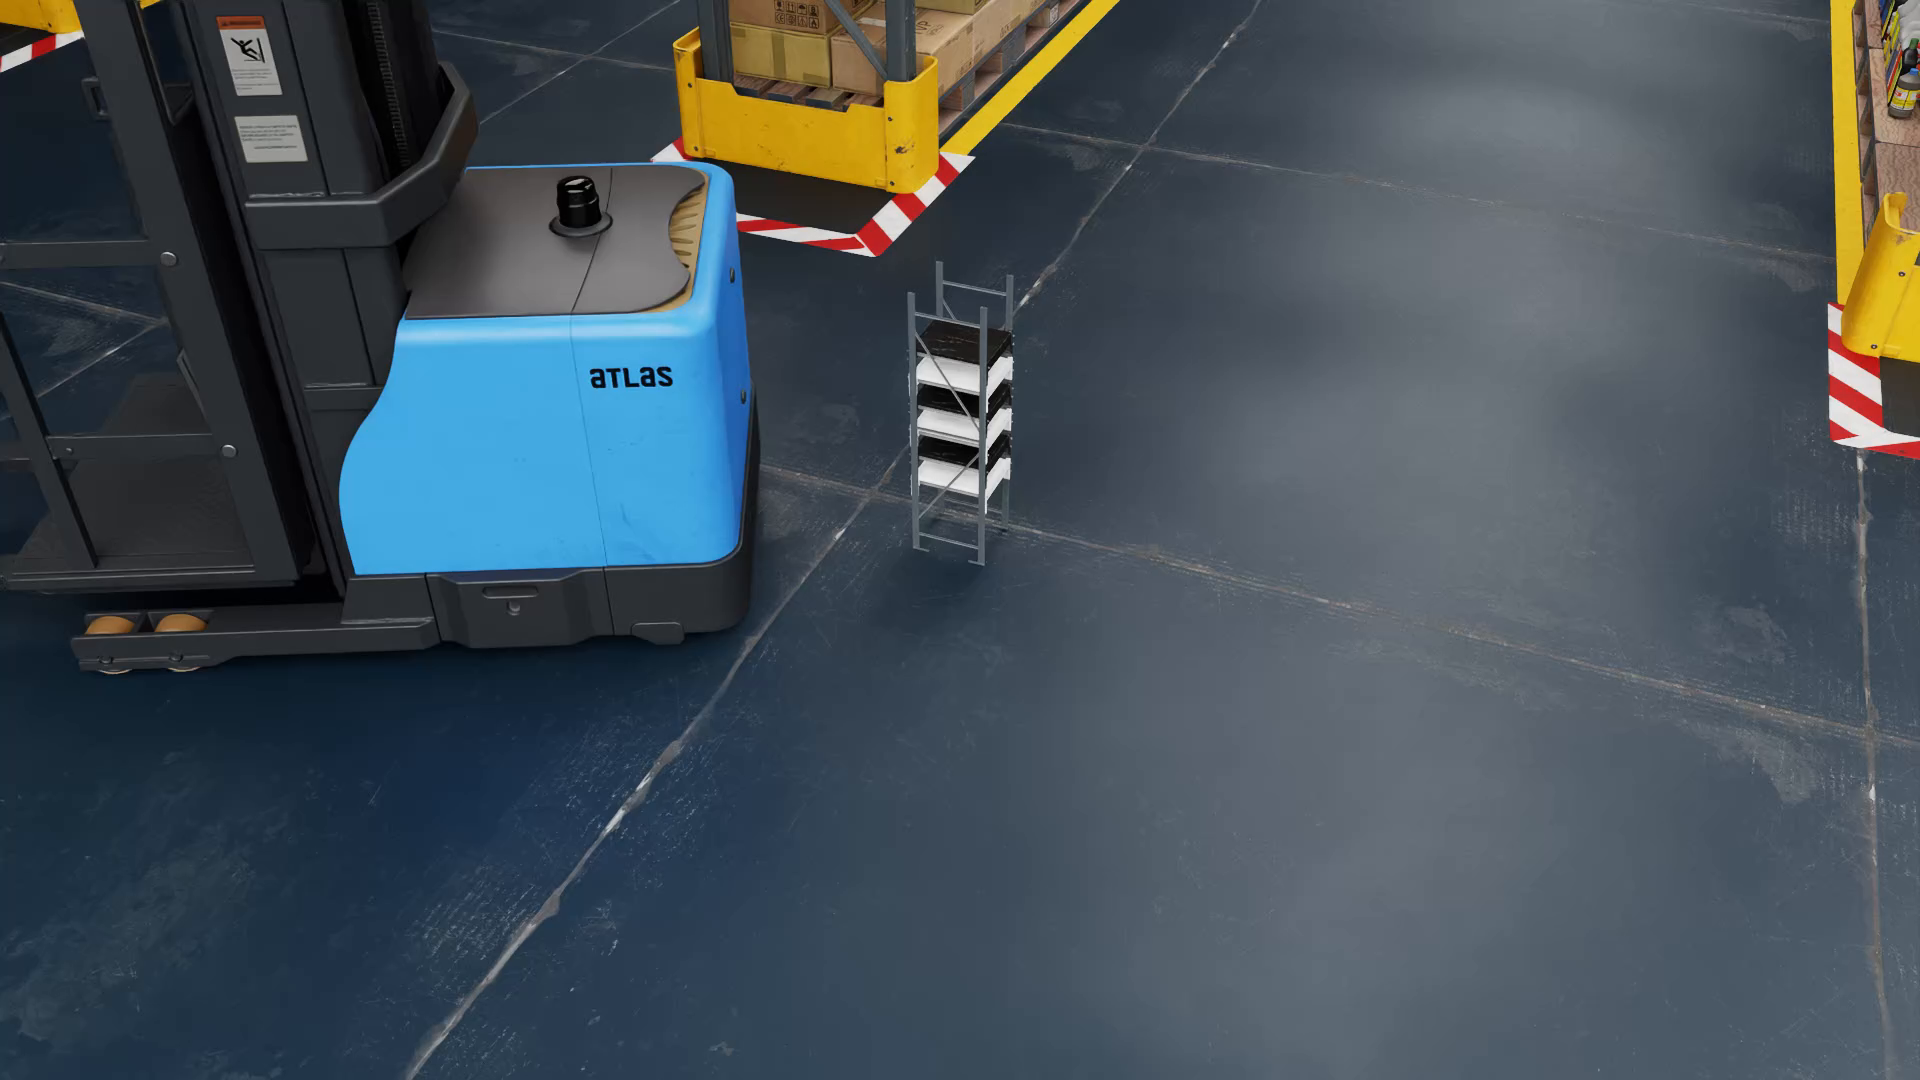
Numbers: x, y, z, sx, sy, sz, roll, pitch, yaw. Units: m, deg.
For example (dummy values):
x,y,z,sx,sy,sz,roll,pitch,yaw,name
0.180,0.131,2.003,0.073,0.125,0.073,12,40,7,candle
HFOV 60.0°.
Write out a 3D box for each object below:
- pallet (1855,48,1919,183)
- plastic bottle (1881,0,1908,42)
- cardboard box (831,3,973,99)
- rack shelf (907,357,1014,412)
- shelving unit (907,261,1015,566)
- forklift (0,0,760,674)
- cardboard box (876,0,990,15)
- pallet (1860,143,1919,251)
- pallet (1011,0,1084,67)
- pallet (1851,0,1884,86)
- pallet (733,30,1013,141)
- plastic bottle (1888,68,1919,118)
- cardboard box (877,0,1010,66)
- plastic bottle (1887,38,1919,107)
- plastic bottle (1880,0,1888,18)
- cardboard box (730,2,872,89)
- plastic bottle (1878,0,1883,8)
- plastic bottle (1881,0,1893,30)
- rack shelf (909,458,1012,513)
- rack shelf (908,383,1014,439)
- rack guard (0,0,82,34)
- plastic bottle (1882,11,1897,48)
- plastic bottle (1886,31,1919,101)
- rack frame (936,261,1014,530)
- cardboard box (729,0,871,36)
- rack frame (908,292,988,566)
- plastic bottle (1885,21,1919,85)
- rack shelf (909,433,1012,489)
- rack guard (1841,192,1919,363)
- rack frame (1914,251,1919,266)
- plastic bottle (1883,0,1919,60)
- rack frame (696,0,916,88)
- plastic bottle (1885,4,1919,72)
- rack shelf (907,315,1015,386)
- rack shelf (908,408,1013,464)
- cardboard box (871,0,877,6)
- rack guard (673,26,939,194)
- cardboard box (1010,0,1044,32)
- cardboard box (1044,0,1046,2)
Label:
x,y,z,sx,sy,sz,roll,pitch,yaw,name
4.672,-1.873,7.580,1.003,0.211,1.213,14,39,18,pallet
4.564,-2.580,8.097,0.061,0.283,0.133,16,40,20,plastic bottle
-0.263,-2.259,7.713,0.500,0.250,0.500,14,39,18,cardboard box
0.003,-0.482,4.899,0.258,0.077,0.200,14,39,18,rack shelf
0.003,-0.365,4.987,0.258,0.900,0.210,14,39,18,shelving unit
-2.154,-1.119,4.298,3.031,2.935,1.130,-2,37,-3,forklift
-0.075,-2.837,7.859,0.500,0.500,0.500,14,39,18,cardboard box
4.206,-1.200,6.679,1.003,0.211,1.213,14,39,18,pallet
0.045,-2.935,9.000,1.003,0.211,1.213,14,39,18,pallet
5.134,-2.551,8.486,1.003,0.211,1.213,14,39,18,pallet
-0.421,-2.262,8.100,1.003,0.211,1.213,14,39,18,pallet
4.200,-1.988,7.374,0.097,0.201,0.097,0,37,0,plastic bottle
-0.076,-2.537,8.084,0.500,0.250,0.500,14,39,18,cardboard box
4.227,-2.089,7.441,0.061,0.283,0.133,15,39,19,plastic bottle
4.738,-2.793,8.326,0.144,0.351,0.185,15,39,19,plastic bottle
-0.742,-2.377,7.871,0.500,0.250,0.500,14,39,18,cardboard box
4.804,-2.854,8.470,0.152,0.276,0.135,15,39,19,plastic bottle
4.666,-2.688,8.186,0.144,0.351,0.185,12,38,16,plastic bottle
0.003,-0.194,5.114,0.258,0.077,0.200,14,39,18,rack shelf
0.003,-0.410,4.953,0.258,0.077,0.200,14,39,18,rack shelf
-5.227,-3.113,8.997,1.175,0.500,0.348,14,39,18,rack guard
4.536,-2.477,8.029,0.097,0.201,0.097,0,37,0,plastic bottle
4.321,-2.151,7.530,0.152,0.276,0.135,14,39,18,plastic bottle
0.042,-0.421,5.062,0.240,0.900,0.006,14,39,18,rack frame
-0.744,-2.678,7.647,0.500,0.500,0.500,14,39,18,cardboard box
-0.036,-0.309,4.911,0.240,0.900,0.006,14,39,18,rack frame
4.374,-2.228,7.632,0.152,0.276,0.135,13,39,16,plastic bottle
0.003,-0.266,5.060,0.258,0.077,0.200,14,39,18,rack shelf
3.892,-0.867,5.992,1.175,0.500,0.348,14,39,18,rack guard
3.906,-1.816,5.173,1.000,3.000,0.127,14,39,18,rack frame
4.504,-2.453,7.872,0.144,0.351,0.185,14,39,17,plastic bottle
-0.673,-2.946,6.686,1.000,3.000,0.127,14,39,18,rack frame
4.433,-2.350,7.734,0.144,0.351,0.185,15,39,20,plastic bottle
0.003,-0.555,4.845,0.258,0.077,0.200,14,39,18,rack shelf
0.003,-0.338,5.007,0.258,0.077,0.200,14,39,18,rack shelf
-0.563,-2.657,8.245,0.500,0.250,0.500,14,39,18,cardboard box
-0.682,-1.931,7.416,1.175,0.500,0.348,14,39,18,rack guard
0.114,-2.813,8.454,0.500,0.250,0.500,14,39,18,cardboard box
0.309,-3.089,8.823,0.500,0.250,0.500,14,39,18,cardboard box
